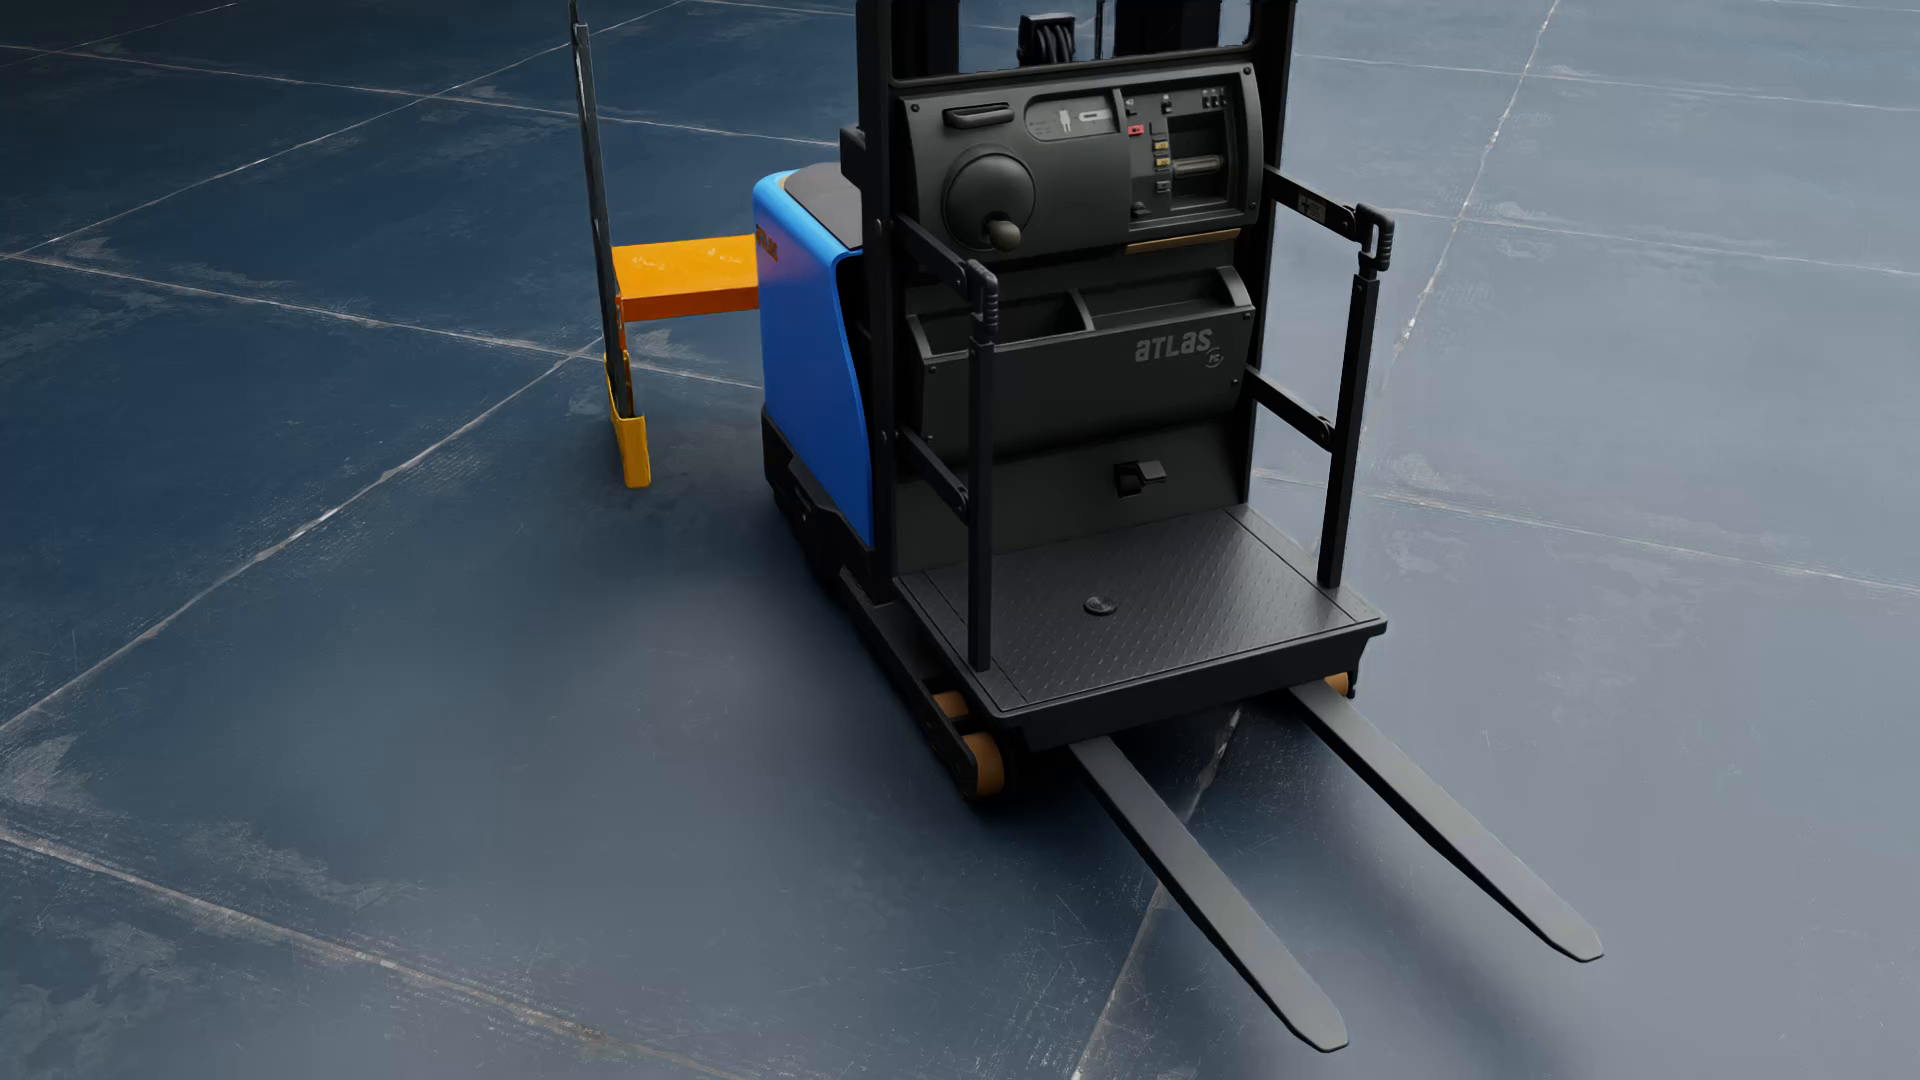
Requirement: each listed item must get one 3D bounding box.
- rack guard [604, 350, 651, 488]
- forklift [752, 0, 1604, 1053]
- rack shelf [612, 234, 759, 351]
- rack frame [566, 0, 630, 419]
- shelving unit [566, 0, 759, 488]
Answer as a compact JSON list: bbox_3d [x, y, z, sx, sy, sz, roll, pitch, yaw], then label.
[{"bbox_3d":[-1.152,-0.426,5.750,0.087,0.250,0.587,-8,30,-13],"label":"rack guard"},{"bbox_3d":[0.397,-0.875,3.819,1.130,2.935,3.031,-12,32,-20],"label":"forklift"},{"bbox_3d":[-0.681,-0.878,5.645,1.000,0.185,0.538,-8,30,-13],"label":"rack shelf"},{"bbox_3d":[-1.171,-0.968,5.438,0.032,1.500,0.500,-8,30,-13],"label":"rack frame"},{"bbox_3d":[-0.672,-1.036,5.559,1.083,1.500,0.587,-8,30,-13],"label":"shelving unit"}]
